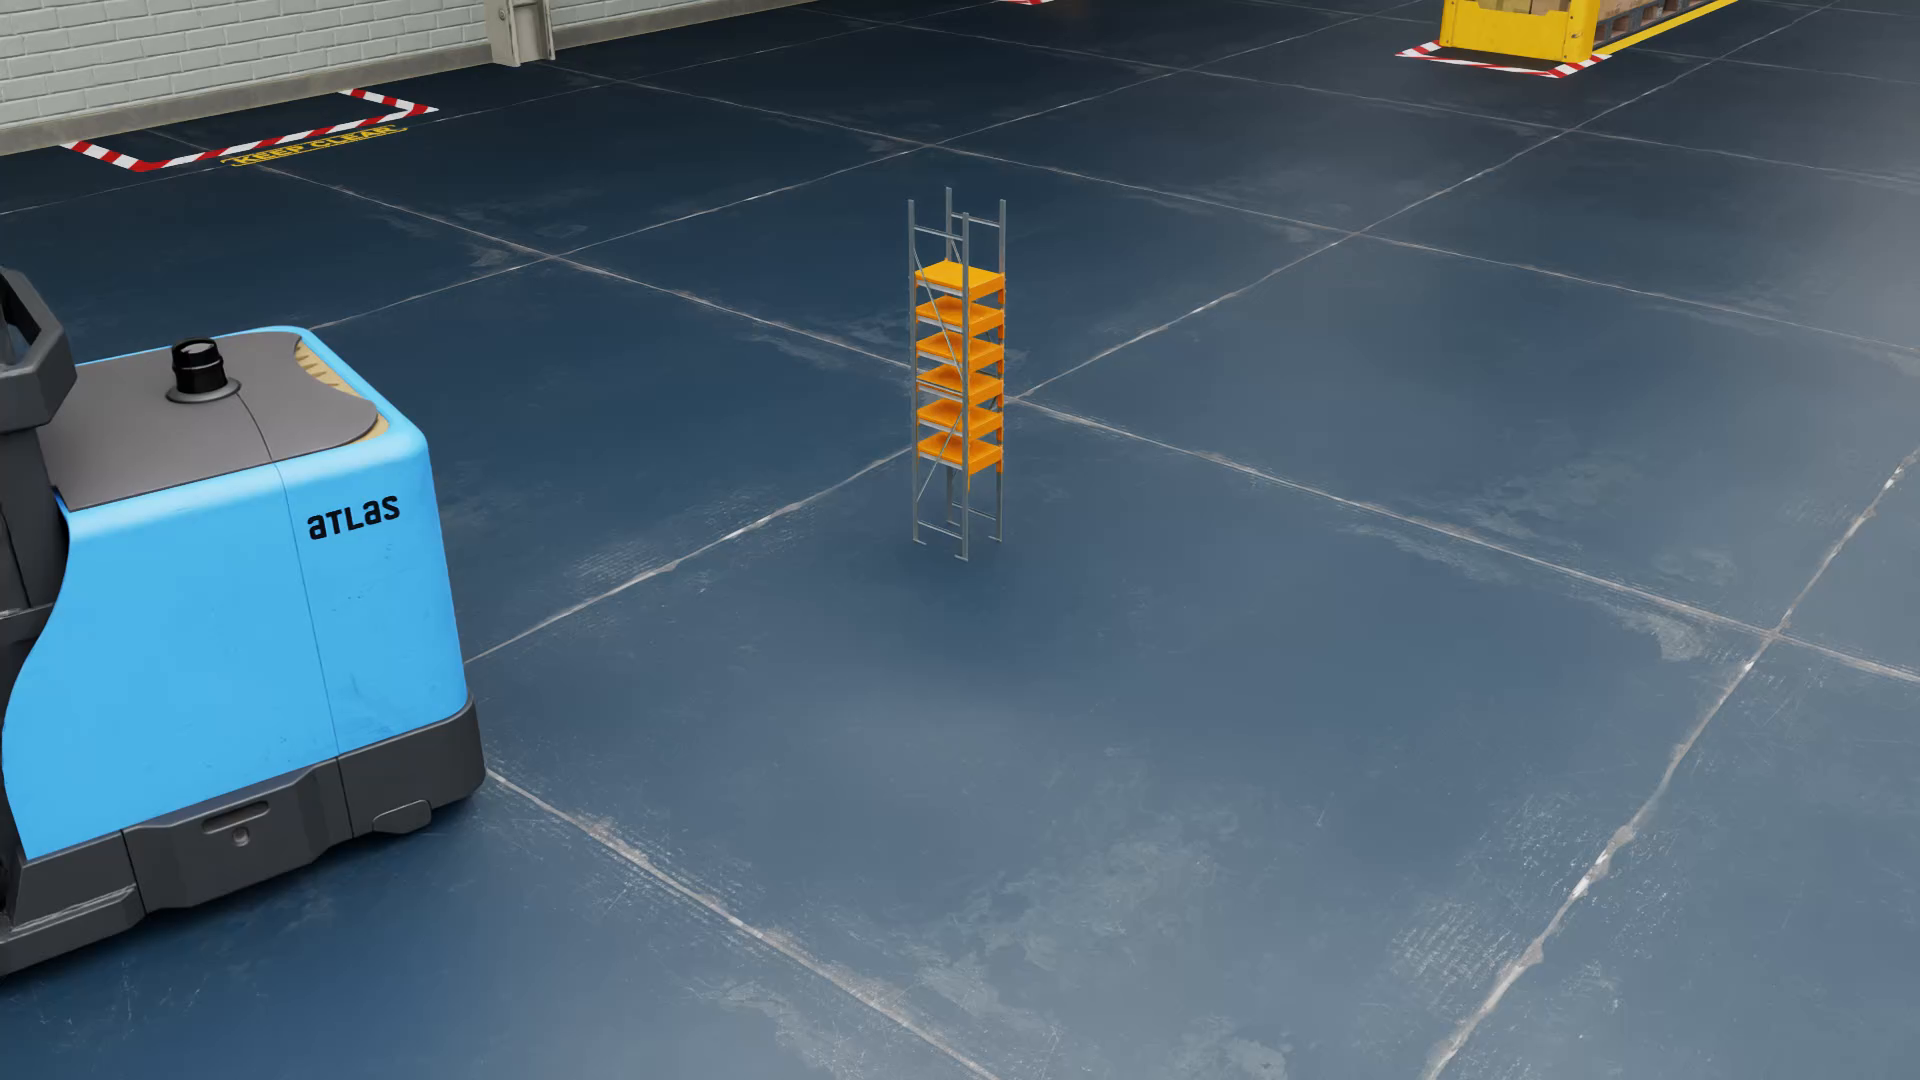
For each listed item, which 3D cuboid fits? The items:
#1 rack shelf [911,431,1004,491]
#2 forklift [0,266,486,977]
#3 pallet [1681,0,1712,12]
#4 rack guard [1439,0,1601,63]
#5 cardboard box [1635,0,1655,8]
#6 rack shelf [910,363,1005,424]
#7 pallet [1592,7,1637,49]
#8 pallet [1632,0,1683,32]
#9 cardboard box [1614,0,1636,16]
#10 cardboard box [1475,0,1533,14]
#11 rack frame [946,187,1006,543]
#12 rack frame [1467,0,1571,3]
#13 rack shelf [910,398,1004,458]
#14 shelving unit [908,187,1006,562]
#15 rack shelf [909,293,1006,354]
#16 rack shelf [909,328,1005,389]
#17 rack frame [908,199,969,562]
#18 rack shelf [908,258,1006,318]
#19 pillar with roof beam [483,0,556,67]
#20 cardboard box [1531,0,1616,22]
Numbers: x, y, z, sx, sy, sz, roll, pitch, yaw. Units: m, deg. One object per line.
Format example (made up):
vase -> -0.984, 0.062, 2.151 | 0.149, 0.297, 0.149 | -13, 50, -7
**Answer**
rack shelf -> -0.009, -0.275, 5.595 | 0.258, 0.103, 0.180 | 21, 34, 34
forklift -> -2.740, -0.379, 3.292 | 3.031, 2.935, 1.130 | -19, 33, -32
pallet -> 6.457, -5.171, 15.515 | 1.003, 0.211, 1.213 | 21, 34, 34
rack guard -> 4.436, -4.142, 13.213 | 1.175, 0.500, 0.348 | 21, 34, 34
cardboard box -> 5.597, -4.707, 14.119 | 0.500, 0.250, 0.500 | 21, 34, 34
rack shelf -> -0.009, -0.488, 5.485 | 0.258, 0.103, 0.180 | 21, 34, 34
pallet -> 4.905, -4.306, 13.843 | 1.003, 0.211, 1.213 | 21, 34, 34
pallet -> 5.681, -4.736, 14.676 | 1.003, 0.211, 1.213 | 21, 34, 34
cardboard box -> 5.279, -4.530, 13.777 | 0.500, 0.250, 0.500 | 21, 34, 34
cardboard box -> 4.564, -4.503, 13.724 | 0.500, 0.250, 0.500 | 21, 34, 34
rack frame -> 0.049, -0.560, 5.527 | 0.240, 1.200, 0.006 | 21, 34, 34
rack frame -> 4.451, -5.261, 12.655 | 1.000, 3.000, 0.127 | 21, 34, 34
rack shelf -> -0.009, -0.382, 5.540 | 0.258, 0.103, 0.180 | 21, 34, 34
shelving unit -> -0.009, -0.528, 5.464 | 0.258, 1.200, 0.189 | 21, 34, 34
rack shelf -> -0.009, -0.701, 5.375 | 0.258, 0.103, 0.180 | 21, 34, 34
rack shelf -> -0.009, -0.595, 5.430 | 0.258, 0.103, 0.180 | 21, 34, 34
rack frame -> -0.067, -0.495, 5.402 | 0.240, 1.200, 0.006 | 21, 34, 34
rack shelf -> -0.009, -0.808, 5.319 | 0.258, 0.103, 0.180 | 21, 34, 34
pillar with roof beam -> -0.091, -6.487, 8.496 | 9.100, 9.000, 0.400 | 21, 34, 34
cardboard box -> 4.964, -4.351, 13.432 | 0.500, 0.250, 0.500 | 21, 34, 34
